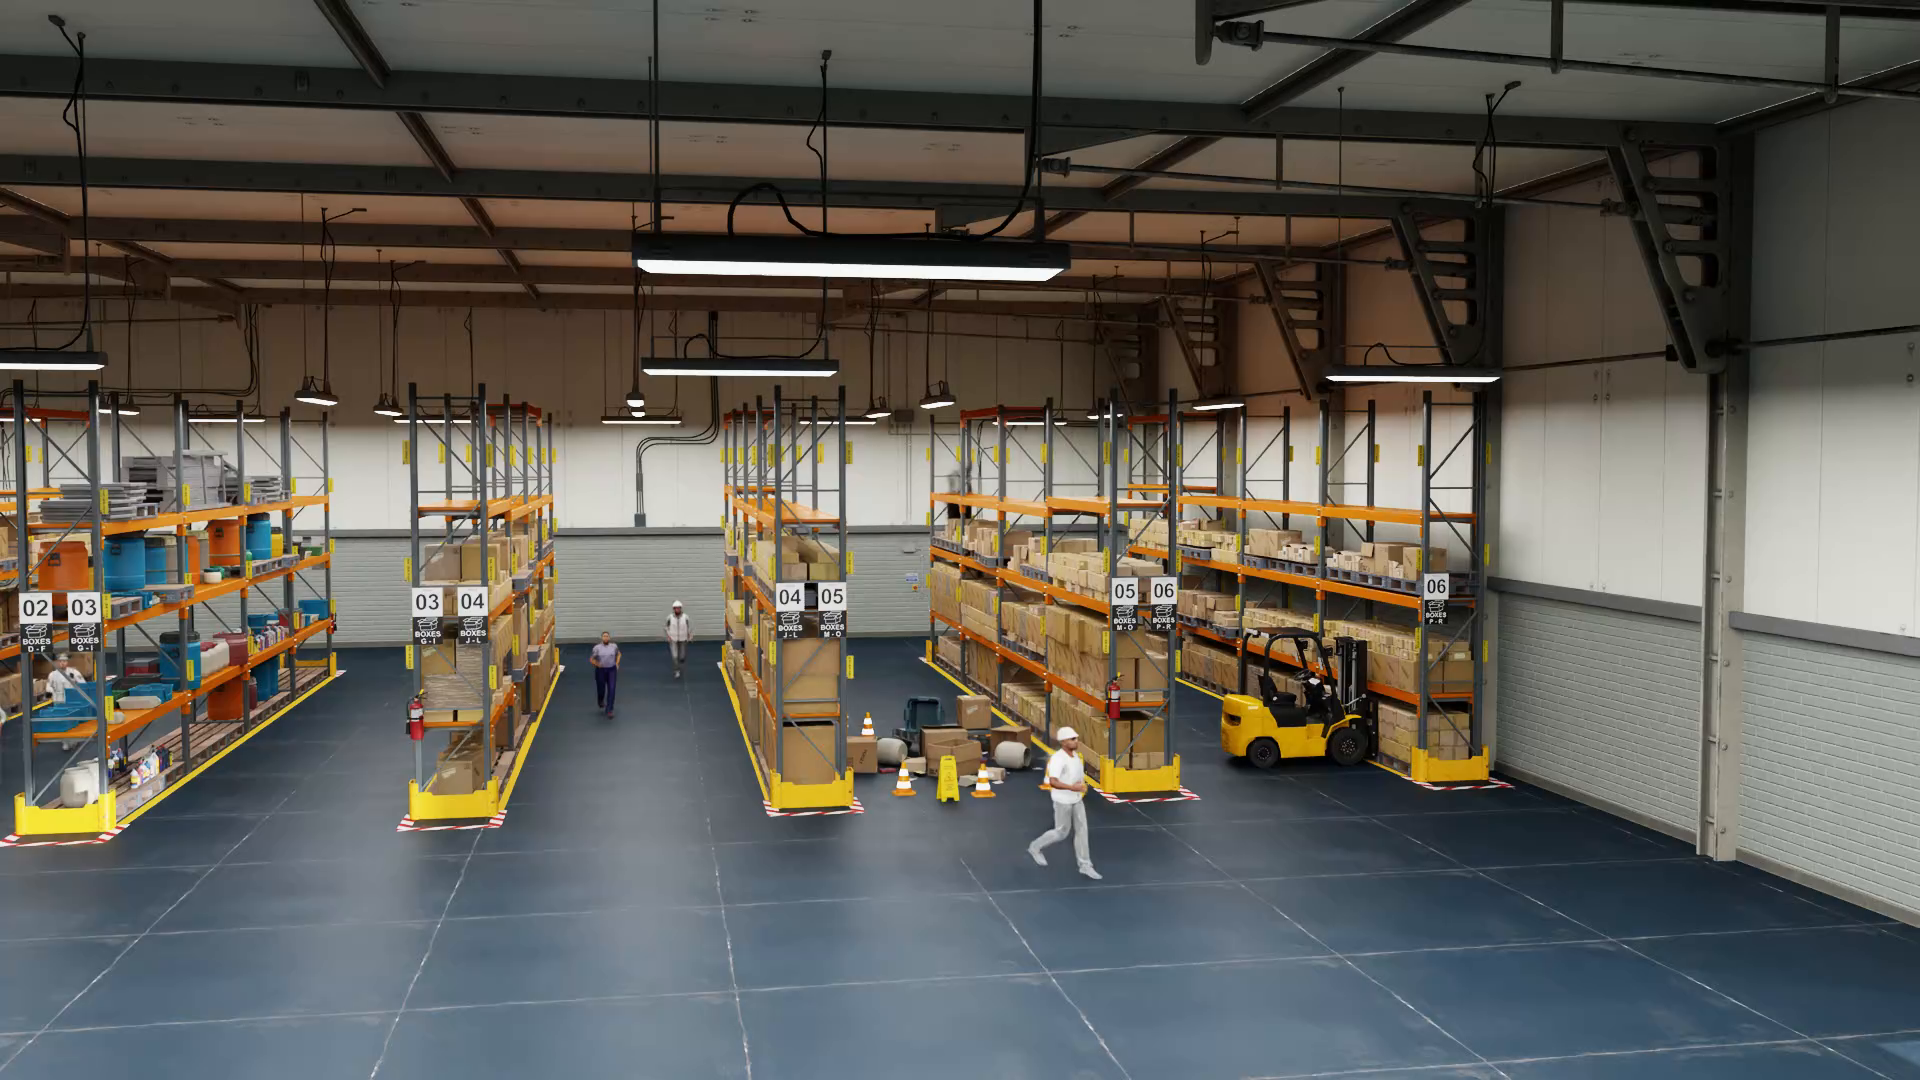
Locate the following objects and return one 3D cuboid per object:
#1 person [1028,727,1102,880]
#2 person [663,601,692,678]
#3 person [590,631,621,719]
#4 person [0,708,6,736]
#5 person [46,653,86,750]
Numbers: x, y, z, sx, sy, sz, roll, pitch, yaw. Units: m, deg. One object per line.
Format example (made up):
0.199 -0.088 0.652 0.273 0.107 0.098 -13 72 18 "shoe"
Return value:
1.257 3.110 19.786 0.952 1.784 0.715 2 3 32 "person"
-6.402 2.239 37.712 0.644 1.726 0.638 -1 3 -14 "person"
-6.807 2.571 31.990 0.607 1.639 0.849 -1 3 -18 "person"
-14.240 2.965 24.281 0.516 1.635 0.677 -1 3 -22 "person"
-15.125 2.735 28.105 0.591 1.656 0.597 -1 3 -21 "person"
